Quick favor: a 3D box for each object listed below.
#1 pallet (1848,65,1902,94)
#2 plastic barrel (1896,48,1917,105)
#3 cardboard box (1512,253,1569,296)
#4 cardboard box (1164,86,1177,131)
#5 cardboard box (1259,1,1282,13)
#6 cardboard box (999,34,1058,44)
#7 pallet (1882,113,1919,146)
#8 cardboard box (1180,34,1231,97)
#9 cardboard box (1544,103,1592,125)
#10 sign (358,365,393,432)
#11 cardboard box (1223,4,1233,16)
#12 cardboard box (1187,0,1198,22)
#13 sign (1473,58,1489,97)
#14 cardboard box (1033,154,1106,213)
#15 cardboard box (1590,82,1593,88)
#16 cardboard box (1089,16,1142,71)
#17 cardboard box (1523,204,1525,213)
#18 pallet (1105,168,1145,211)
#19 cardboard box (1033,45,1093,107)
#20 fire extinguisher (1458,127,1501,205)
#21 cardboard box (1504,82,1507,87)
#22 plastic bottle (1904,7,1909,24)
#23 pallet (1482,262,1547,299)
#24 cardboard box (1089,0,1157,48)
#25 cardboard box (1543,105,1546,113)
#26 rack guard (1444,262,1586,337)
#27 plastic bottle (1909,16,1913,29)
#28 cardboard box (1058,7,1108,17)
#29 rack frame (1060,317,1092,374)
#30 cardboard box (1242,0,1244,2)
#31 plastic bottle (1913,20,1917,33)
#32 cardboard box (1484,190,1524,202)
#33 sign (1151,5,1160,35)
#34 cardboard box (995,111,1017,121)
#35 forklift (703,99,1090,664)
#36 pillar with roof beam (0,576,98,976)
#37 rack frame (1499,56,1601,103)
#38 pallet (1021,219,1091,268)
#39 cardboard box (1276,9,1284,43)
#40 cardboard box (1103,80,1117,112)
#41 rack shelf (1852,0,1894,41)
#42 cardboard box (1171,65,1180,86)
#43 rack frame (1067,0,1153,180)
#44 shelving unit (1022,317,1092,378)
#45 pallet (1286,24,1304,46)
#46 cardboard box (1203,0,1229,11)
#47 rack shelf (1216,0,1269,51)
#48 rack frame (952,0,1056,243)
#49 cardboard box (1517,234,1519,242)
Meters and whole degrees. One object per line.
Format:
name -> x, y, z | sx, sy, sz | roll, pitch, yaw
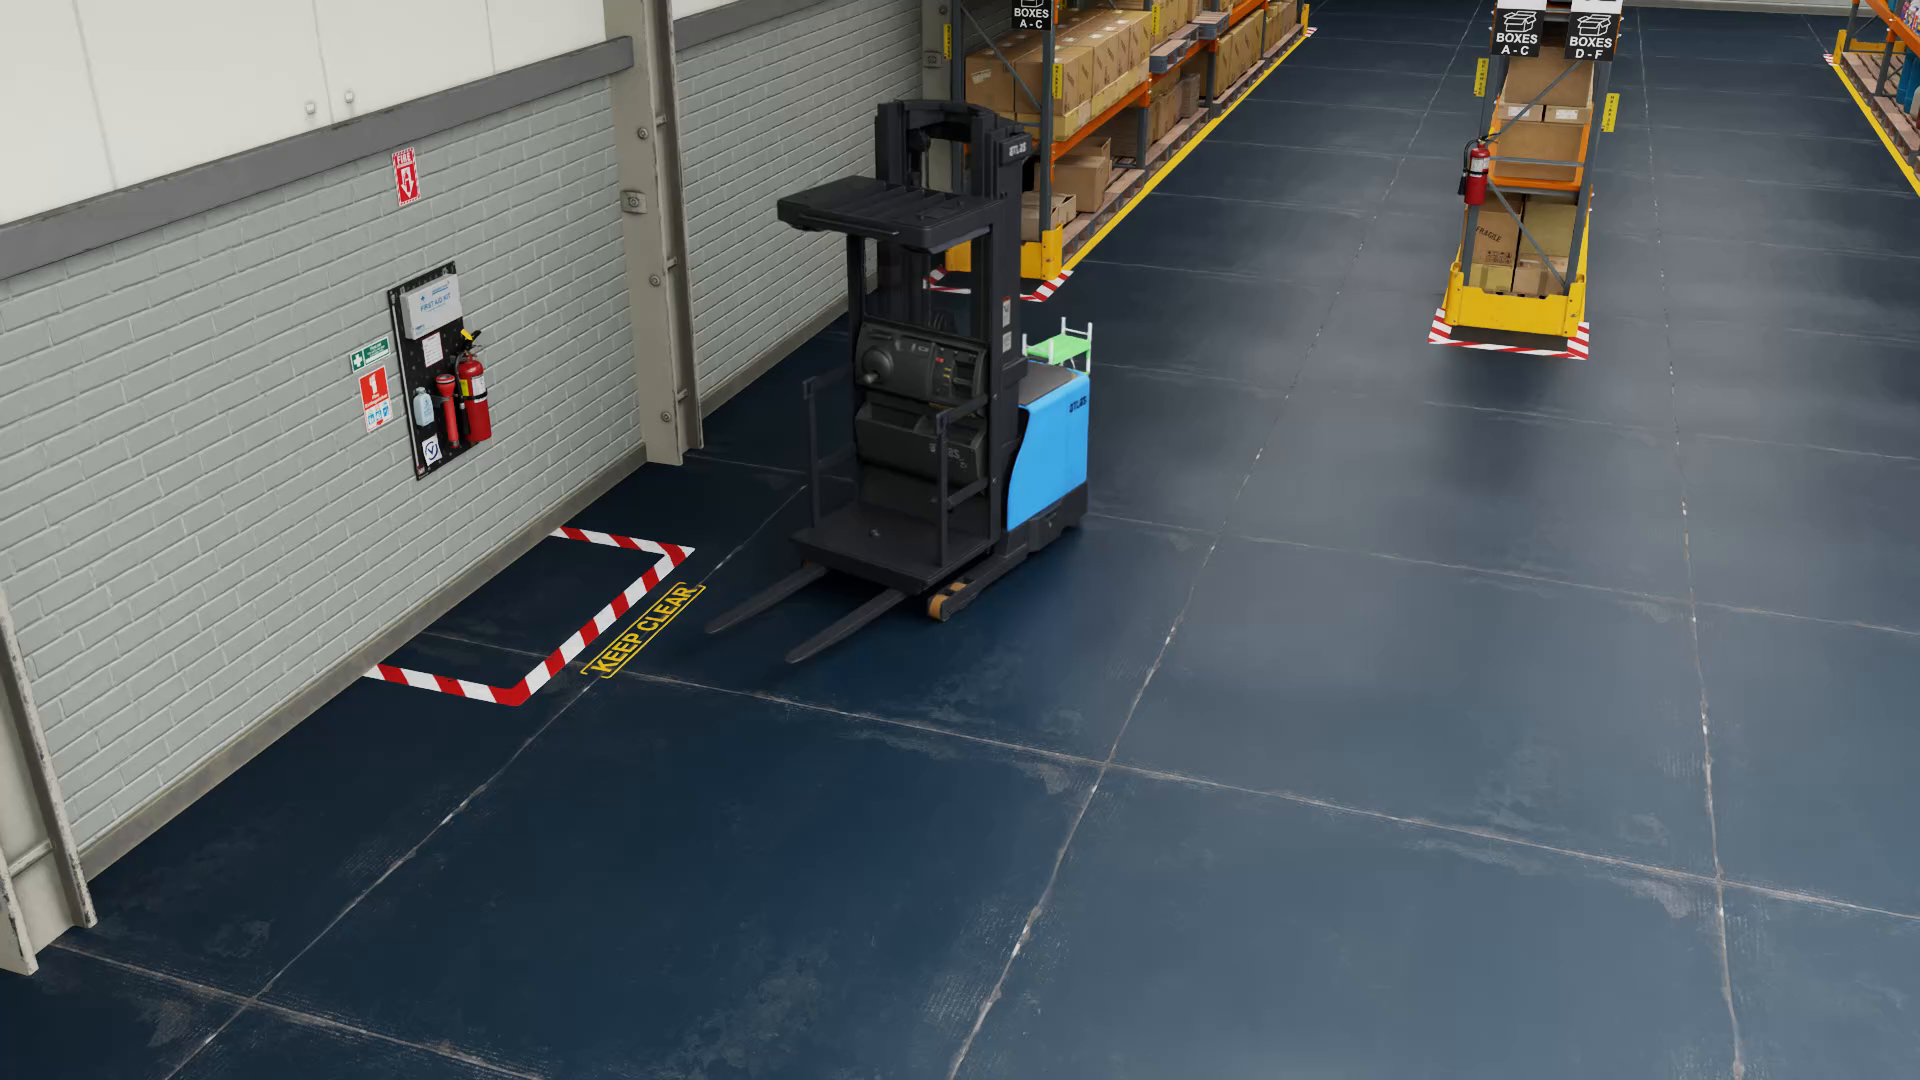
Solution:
pallet -> 14.359, -7.110, 25.692 | 1.003, 0.211, 1.213 | 9, 27, 17
plastic barrel -> 13.549, -6.577, 23.319 | 0.600, 0.901, 0.708 | 9, 27, 17
cardboard box -> 5.471, -2.482, 15.607 | 0.500, 0.250, 0.500 | 9, 27, 17
cardboard box -> 2.463, -5.713, 21.971 | 0.700, 0.500, 0.500 | 9, 27, 17
cardboard box -> 5.209, -8.968, 27.972 | 0.380, 0.149, 0.250 | 8, 27, 16
cardboard box -> 0.712, -4.981, 17.385 | 0.500, 0.500, 0.500 | 8, 27, 16
pallet -> 13.046, -5.485, 22.336 | 1.003, 0.211, 1.213 | 9, 27, 17
cardboard box -> 3.441, -6.851, 23.943 | 0.750, 0.750, 0.750 | 8, 27, 17
cardboard box -> 5.417, -3.809, 14.817 | 0.380, 0.149, 0.250 | 9, 27, 17
sign -> -3.308, -0.800, 9.420 | 0.001, 0.329, 0.234 | 9, 27, 17
cardboard box -> 3.661, -7.544, 23.654 | 0.380, 0.149, 0.250 | 10, 27, 19
cardboard box -> 2.765, -7.162, 21.980 | 0.700, 0.500, 0.500 | 6, 27, 13
sign -> 4.576, -4.054, 14.581 | 0.100, 0.325, 0.005 | 9, 27, 17
cardboard box -> 1.207, -3.932, 18.292 | 0.700, 0.500, 0.500 | 7, 27, 14
cardboard box -> 5.759, -4.234, 15.693 | 0.380, 0.149, 0.250 | 8, 27, 16
cardboard box -> 1.715, -5.537, 18.532 | 0.500, 0.500, 0.500 | 9, 27, 17
cardboard box -> 5.974, -3.791, 18.311 | 0.500, 0.250, 0.500 | 9, 27, 17
pallet -> 1.551, -4.167, 19.614 | 1.003, 0.211, 1.213 | 9, 27, 17
cardboard box -> 1.027, -4.692, 16.788 | 0.500, 0.500, 0.500 | 9, 27, 18
fire extinguisher -> 4.606, -3.326, 14.767 | 0.296, 0.674, 0.183 | 9, 27, 17
cardboard box -> 5.287, -4.180, 15.582 | 0.380, 0.149, 0.250 | 9, 27, 18
plastic bottle -> 13.124, -7.262, 22.955 | 0.097, 0.271, 0.097 | 0, 26, 0
pallet -> 5.298, -2.408, 15.980 | 1.003, 0.211, 1.213 | 9, 27, 17
cardboard box -> 1.943, -6.150, 19.891 | 0.700, 0.500, 0.500 | 9, 27, 18
cardboard box -> 5.421, -3.794, 15.529 | 0.700, 0.500, 0.500 | 9, 27, 19
rack guard -> 5.075, -2.207, 15.235 | 1.175, 0.500, 0.348 | 9, 27, 17
plastic bottle -> 12.982, -7.055, 22.608 | 0.097, 0.201, 0.097 | 0, 26, 0
cardboard box -> 1.388, -5.819, 19.115 | 0.500, 0.500, 0.500 | 8, 27, 16
rack frame -> 0.814, -1.000, 11.939 | 0.240, 1.200, 0.015 | 18, 30, 32
cardboard box -> 4.094, -8.191, 24.990 | 0.380, 0.149, 0.250 | 8, 27, 16
plastic bottle -> 12.860, -6.905, 22.298 | 0.097, 0.201, 0.097 | 0, 26, 0
cardboard box -> 5.300, -3.308, 16.453 | 0.500, 0.500, 0.500 | 9, 27, 17
sign -> 2.256, -6.017, 19.242 | 0.100, 0.325, 0.005 | 9, 27, 17
cardboard box -> 0.383, -4.221, 16.675 | 0.500, 0.250, 0.500 | 9, 27, 18
forklift -> -0.366, -1.056, 10.067 | 1.130, 2.935, 3.031 | 17, 30, 31
pillar with roof beam -> -0.106, -1.617, 4.263 | 9.100, 9.000, 0.400 | 9, 27, 17
rack frame -> 6.414, -4.986, 18.106 | 1.000, 3.000, 0.127 | 9, 27, 17
pallet -> 0.740, -3.164, 17.543 | 1.003, 0.211, 1.213 | 9, 27, 17
cardboard box -> 5.093, -8.764, 28.294 | 0.700, 0.500, 0.500 | 9, 27, 19
cardboard box -> 1.377, -4.787, 17.843 | 0.500, 0.250, 0.500 | 9, 27, 18
rack shelf -> 14.412, -8.052, 25.264 | 1.077, 0.370, 4.000 | 9, 27, 17
cardboard box -> 2.633, -6.229, 22.175 | 0.500, 0.250, 0.500 | 9, 27, 18
rack frame -> 1.742, -5.703, 19.587 | 1.000, 3.000, 0.127 | 9, 27, 17
shelving unit -> 0.670, -0.919, 11.760 | 0.258, 1.200, 0.503 | 18, 30, 32
pallet -> 5.543, -9.039, 29.677 | 1.003, 0.211, 1.213 | 9, 27, 17
cardboard box -> 3.476, -7.697, 23.226 | 0.500, 0.500, 0.500 | 10, 27, 19
rack shelf -> 3.738, -7.845, 24.836 | 1.077, 0.370, 4.000 | 9, 27, 17
rack frame -> 0.411, -4.059, 16.192 | 1.000, 3.000, 0.127 | 9, 27, 17
cardboard box -> 5.303, -2.970, 16.615 | 0.500, 0.250, 0.500 | 9, 27, 17
